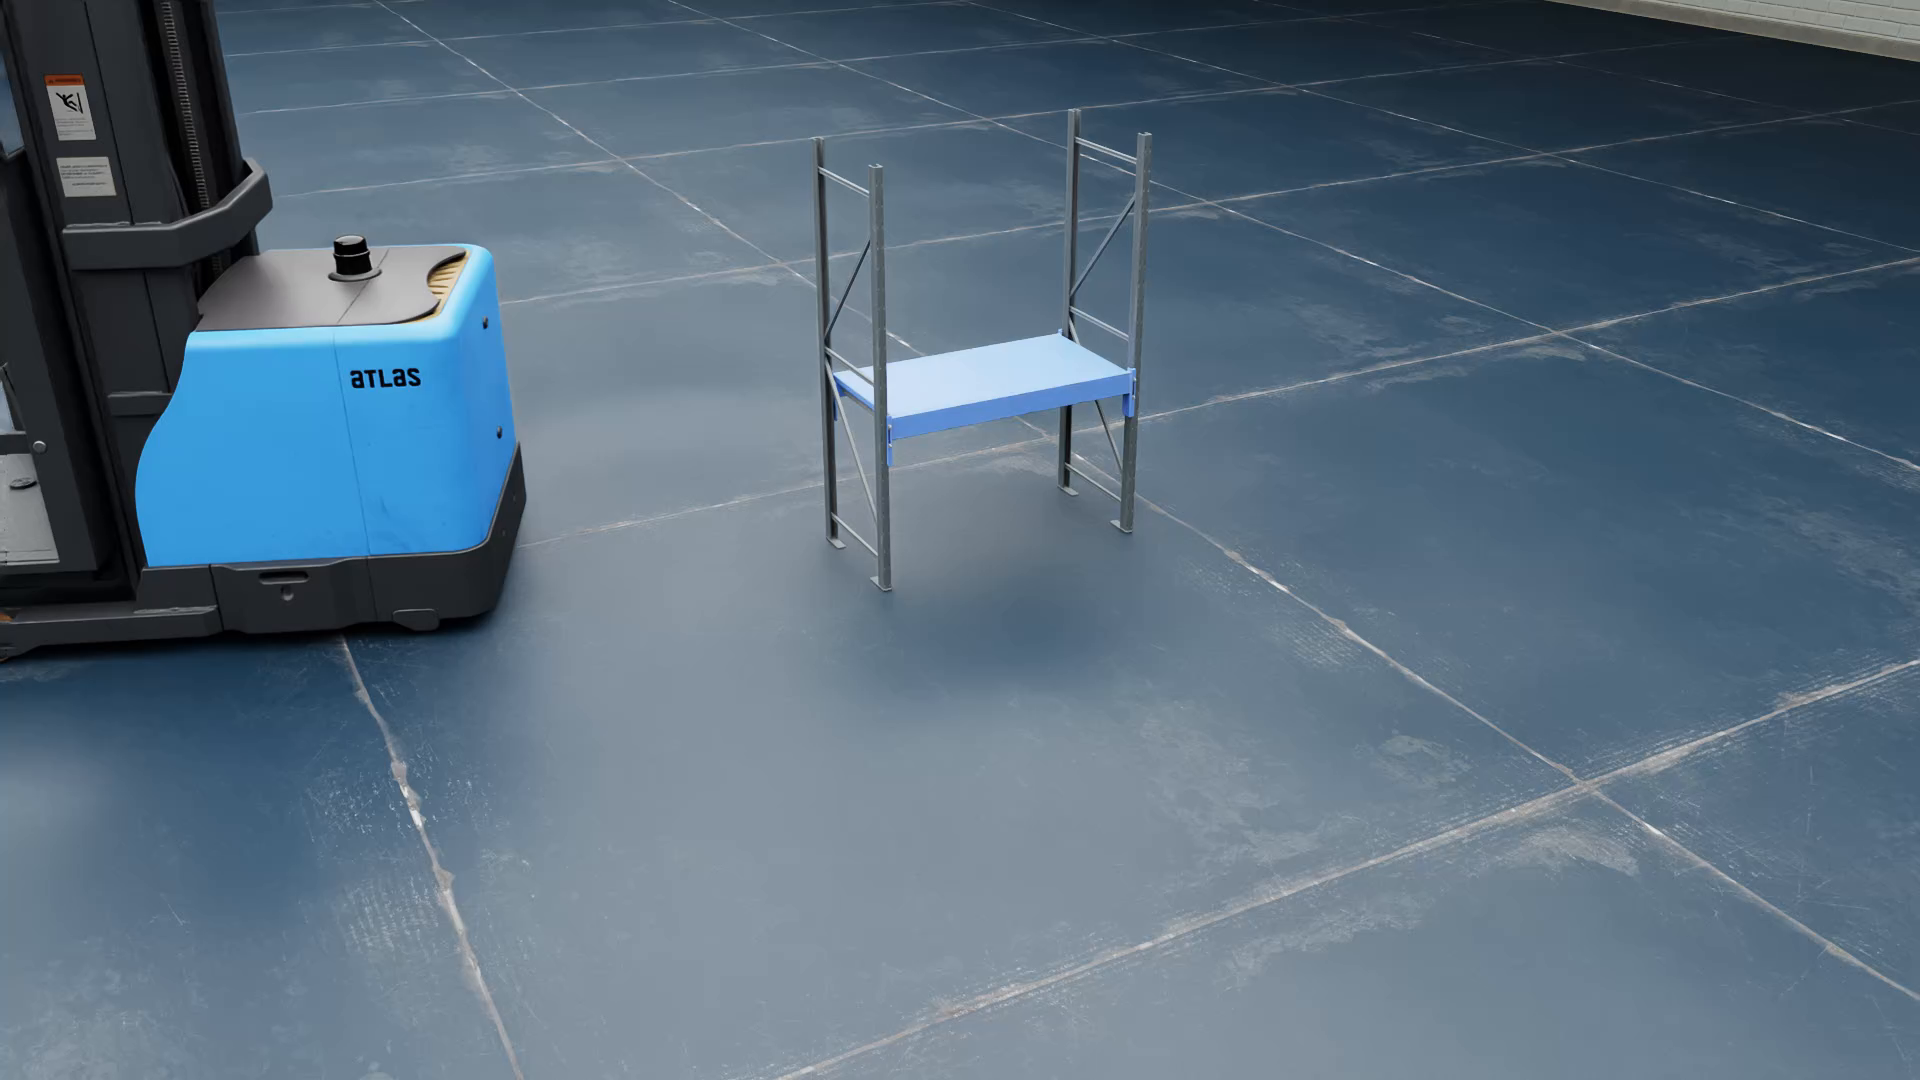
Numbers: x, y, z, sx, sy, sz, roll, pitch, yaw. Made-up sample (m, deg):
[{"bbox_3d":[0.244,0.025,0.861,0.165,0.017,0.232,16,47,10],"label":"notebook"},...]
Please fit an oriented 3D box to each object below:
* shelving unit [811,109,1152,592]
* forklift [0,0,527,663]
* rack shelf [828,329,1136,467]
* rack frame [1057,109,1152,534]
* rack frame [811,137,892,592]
[{"bbox_3d":[0.075,-0.693,5.962,1.048,1.500,0.538,-13,29,-25],"label":"shelving unit"},{"bbox_3d":[-3.122,-1.150,5.260,3.031,2.935,1.130,-3,26,-6],"label":"forklift"},{"bbox_3d":[0.075,-0.531,6.039,1.000,0.185,0.538,-13,29,-25],"label":"rack shelf"},{"bbox_3d":[0.524,-0.797,6.177,0.032,1.500,0.500,-13,29,-25],"label":"rack frame"},{"bbox_3d":[-0.373,-0.590,5.746,0.032,1.500,0.500,-13,29,-25],"label":"rack frame"}]
